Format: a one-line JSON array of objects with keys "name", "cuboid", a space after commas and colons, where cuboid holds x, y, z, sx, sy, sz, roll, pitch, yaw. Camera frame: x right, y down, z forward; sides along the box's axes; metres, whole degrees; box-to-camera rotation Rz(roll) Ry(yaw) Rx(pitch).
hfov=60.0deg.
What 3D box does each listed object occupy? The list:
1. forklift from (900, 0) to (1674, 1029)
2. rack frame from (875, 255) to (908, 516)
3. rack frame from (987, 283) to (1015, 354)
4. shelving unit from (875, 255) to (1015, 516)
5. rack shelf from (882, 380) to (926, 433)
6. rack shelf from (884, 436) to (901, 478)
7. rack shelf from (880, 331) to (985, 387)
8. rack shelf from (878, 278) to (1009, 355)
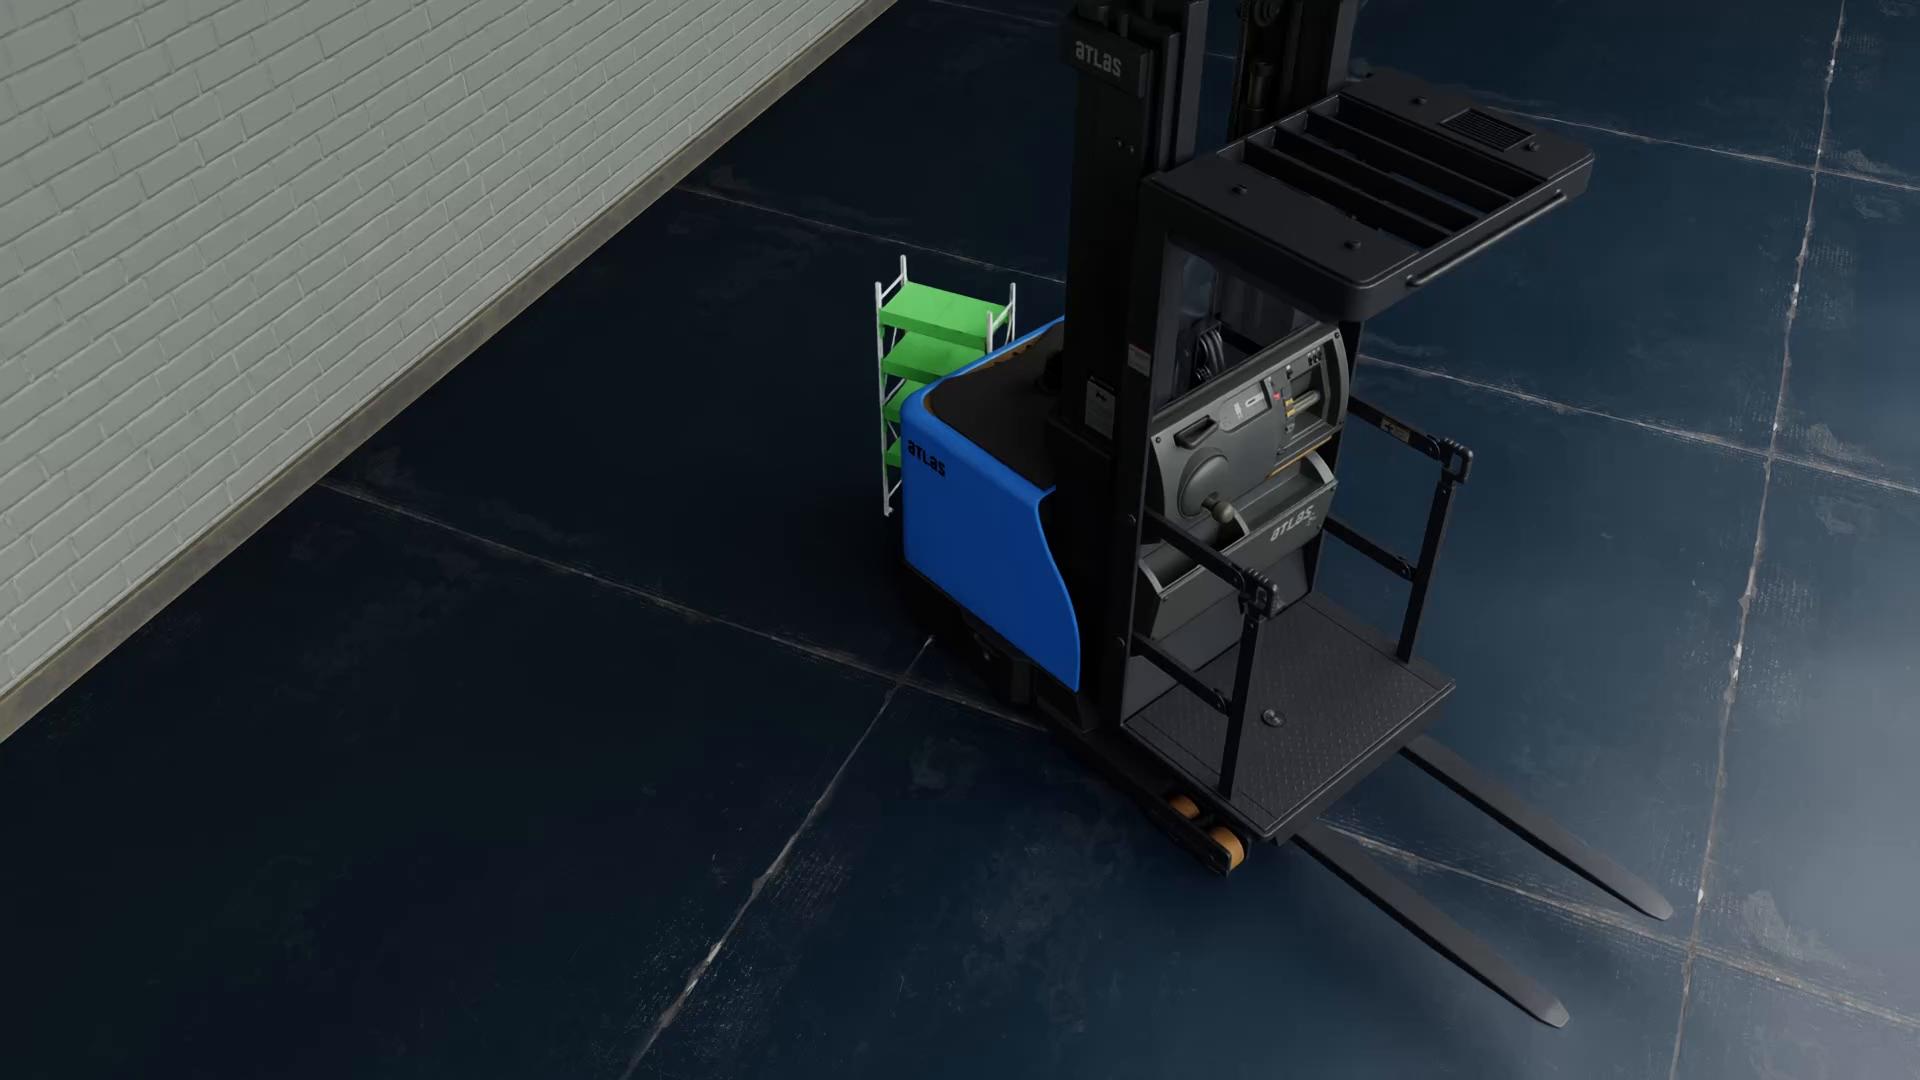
[{"name": "forklift", "cuboid": [1.109, -0.310, 5.370, 1.130, 2.935, 3.031, -30, 49, -30]}, {"name": "rack frame", "cuboid": [-0.278, -0.633, 7.064, 0.015, 1.200, 0.240, 17, 44, 19]}, {"name": "rack frame", "cuboid": [0.162, -0.495, 6.905, 0.015, 1.200, 0.240, 17, 44, 19]}, {"name": "shelving unit", "cuboid": [-0.058, -0.564, 6.985, 0.503, 1.200, 0.258, 17, 44, 19]}, {"name": "rack shelf", "cuboid": [-0.058, -0.516, 7.027, 0.480, 0.148, 0.258, 17, 44, 19]}, {"name": "rack shelf", "cuboid": [-0.058, -0.335, 7.184, 0.480, 0.148, 0.258, 17, 44, 19]}, {"name": "rack shelf", "cuboid": [-0.058, -0.697, 6.870, 0.480, 0.148, 0.258, 17, 44, 19]}, {"name": "rack shelf", "cuboid": [-0.058, -0.879, 6.712, 0.480, 0.148, 0.258, 17, 44, 19]}]
